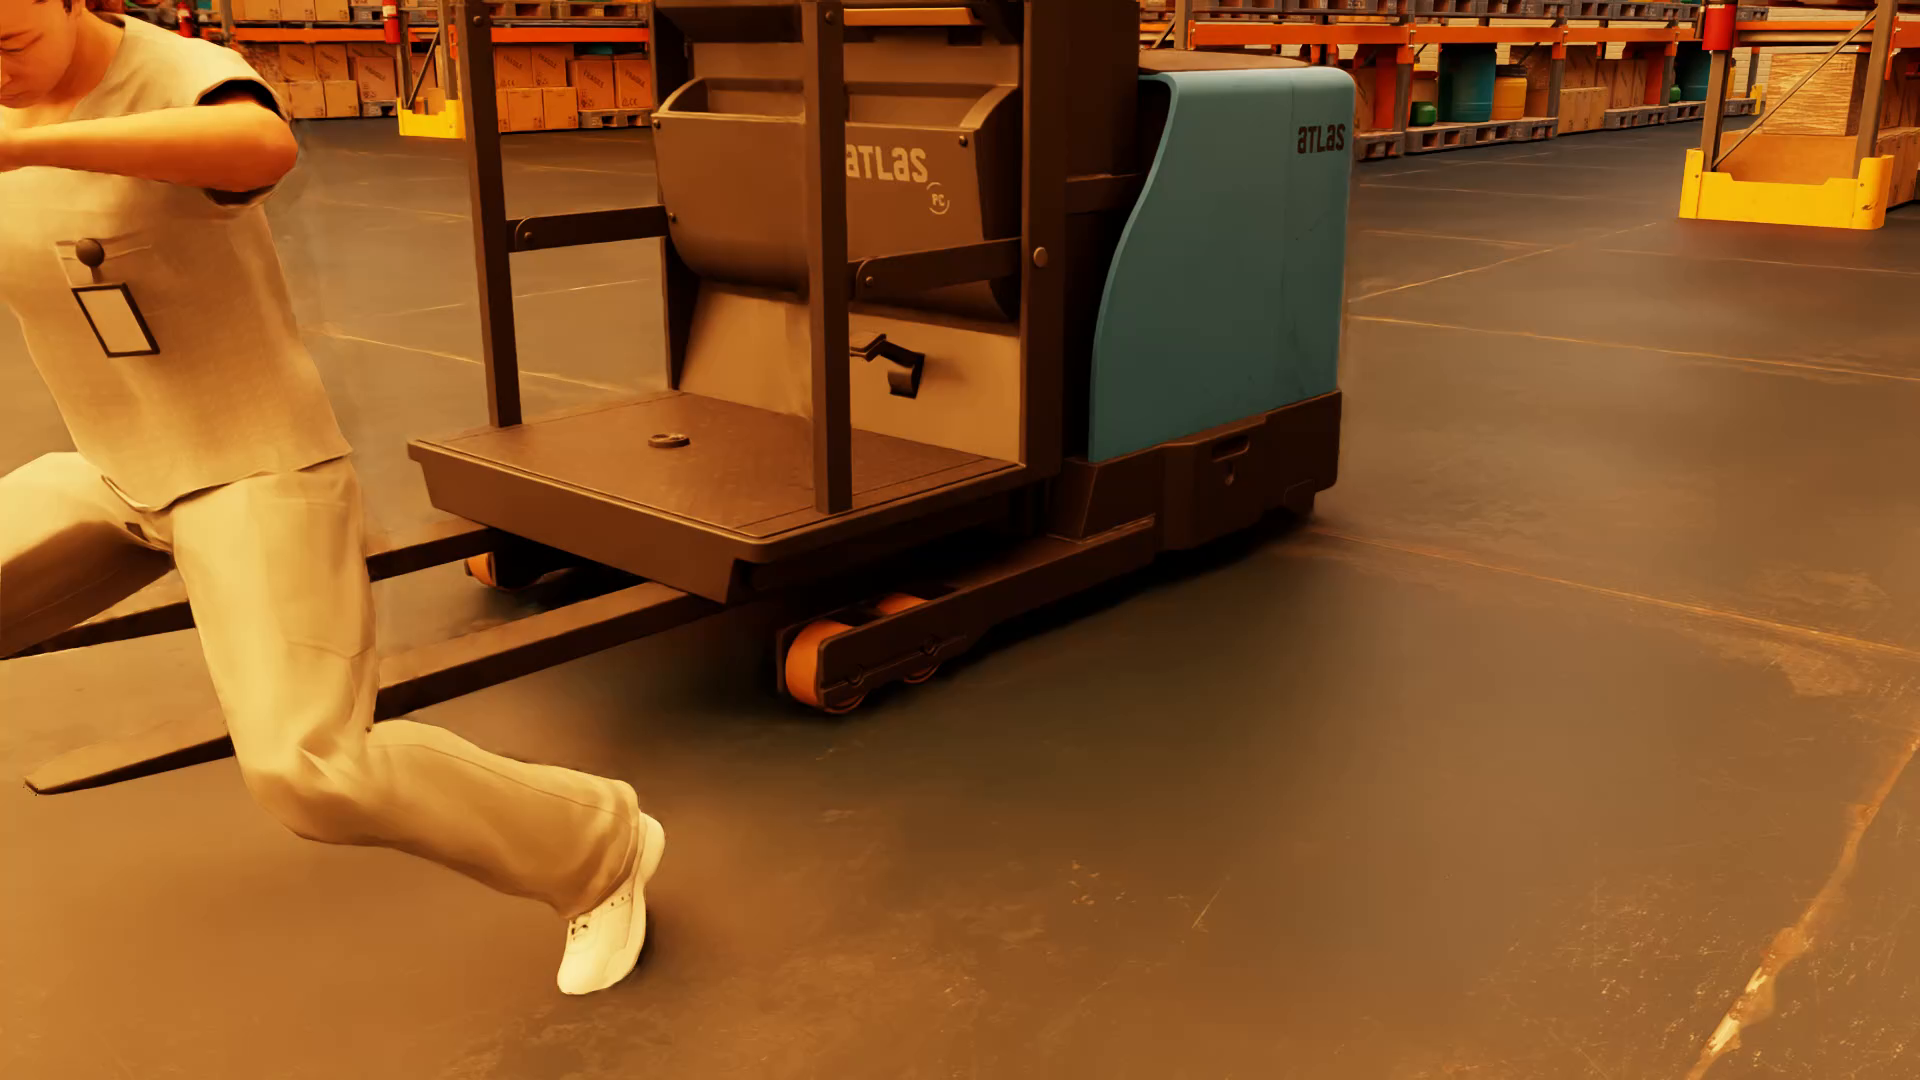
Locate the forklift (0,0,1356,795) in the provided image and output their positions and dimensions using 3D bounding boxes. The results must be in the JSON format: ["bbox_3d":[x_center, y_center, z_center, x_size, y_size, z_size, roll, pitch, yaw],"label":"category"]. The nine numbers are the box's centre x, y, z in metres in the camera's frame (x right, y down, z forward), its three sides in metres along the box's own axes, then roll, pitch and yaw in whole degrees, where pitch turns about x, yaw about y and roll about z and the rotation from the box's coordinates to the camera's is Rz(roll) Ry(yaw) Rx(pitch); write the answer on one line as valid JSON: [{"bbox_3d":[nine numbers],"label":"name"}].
[{"bbox_3d":[-0.411,-1.261,3.049,1.130,2.935,3.031,15,22,40],"label":"forklift"}]

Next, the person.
[{"bbox_3d":[-1.045,-0.043,1.855,1.075,1.374,1.066,7,18,23],"label":"person"}]
